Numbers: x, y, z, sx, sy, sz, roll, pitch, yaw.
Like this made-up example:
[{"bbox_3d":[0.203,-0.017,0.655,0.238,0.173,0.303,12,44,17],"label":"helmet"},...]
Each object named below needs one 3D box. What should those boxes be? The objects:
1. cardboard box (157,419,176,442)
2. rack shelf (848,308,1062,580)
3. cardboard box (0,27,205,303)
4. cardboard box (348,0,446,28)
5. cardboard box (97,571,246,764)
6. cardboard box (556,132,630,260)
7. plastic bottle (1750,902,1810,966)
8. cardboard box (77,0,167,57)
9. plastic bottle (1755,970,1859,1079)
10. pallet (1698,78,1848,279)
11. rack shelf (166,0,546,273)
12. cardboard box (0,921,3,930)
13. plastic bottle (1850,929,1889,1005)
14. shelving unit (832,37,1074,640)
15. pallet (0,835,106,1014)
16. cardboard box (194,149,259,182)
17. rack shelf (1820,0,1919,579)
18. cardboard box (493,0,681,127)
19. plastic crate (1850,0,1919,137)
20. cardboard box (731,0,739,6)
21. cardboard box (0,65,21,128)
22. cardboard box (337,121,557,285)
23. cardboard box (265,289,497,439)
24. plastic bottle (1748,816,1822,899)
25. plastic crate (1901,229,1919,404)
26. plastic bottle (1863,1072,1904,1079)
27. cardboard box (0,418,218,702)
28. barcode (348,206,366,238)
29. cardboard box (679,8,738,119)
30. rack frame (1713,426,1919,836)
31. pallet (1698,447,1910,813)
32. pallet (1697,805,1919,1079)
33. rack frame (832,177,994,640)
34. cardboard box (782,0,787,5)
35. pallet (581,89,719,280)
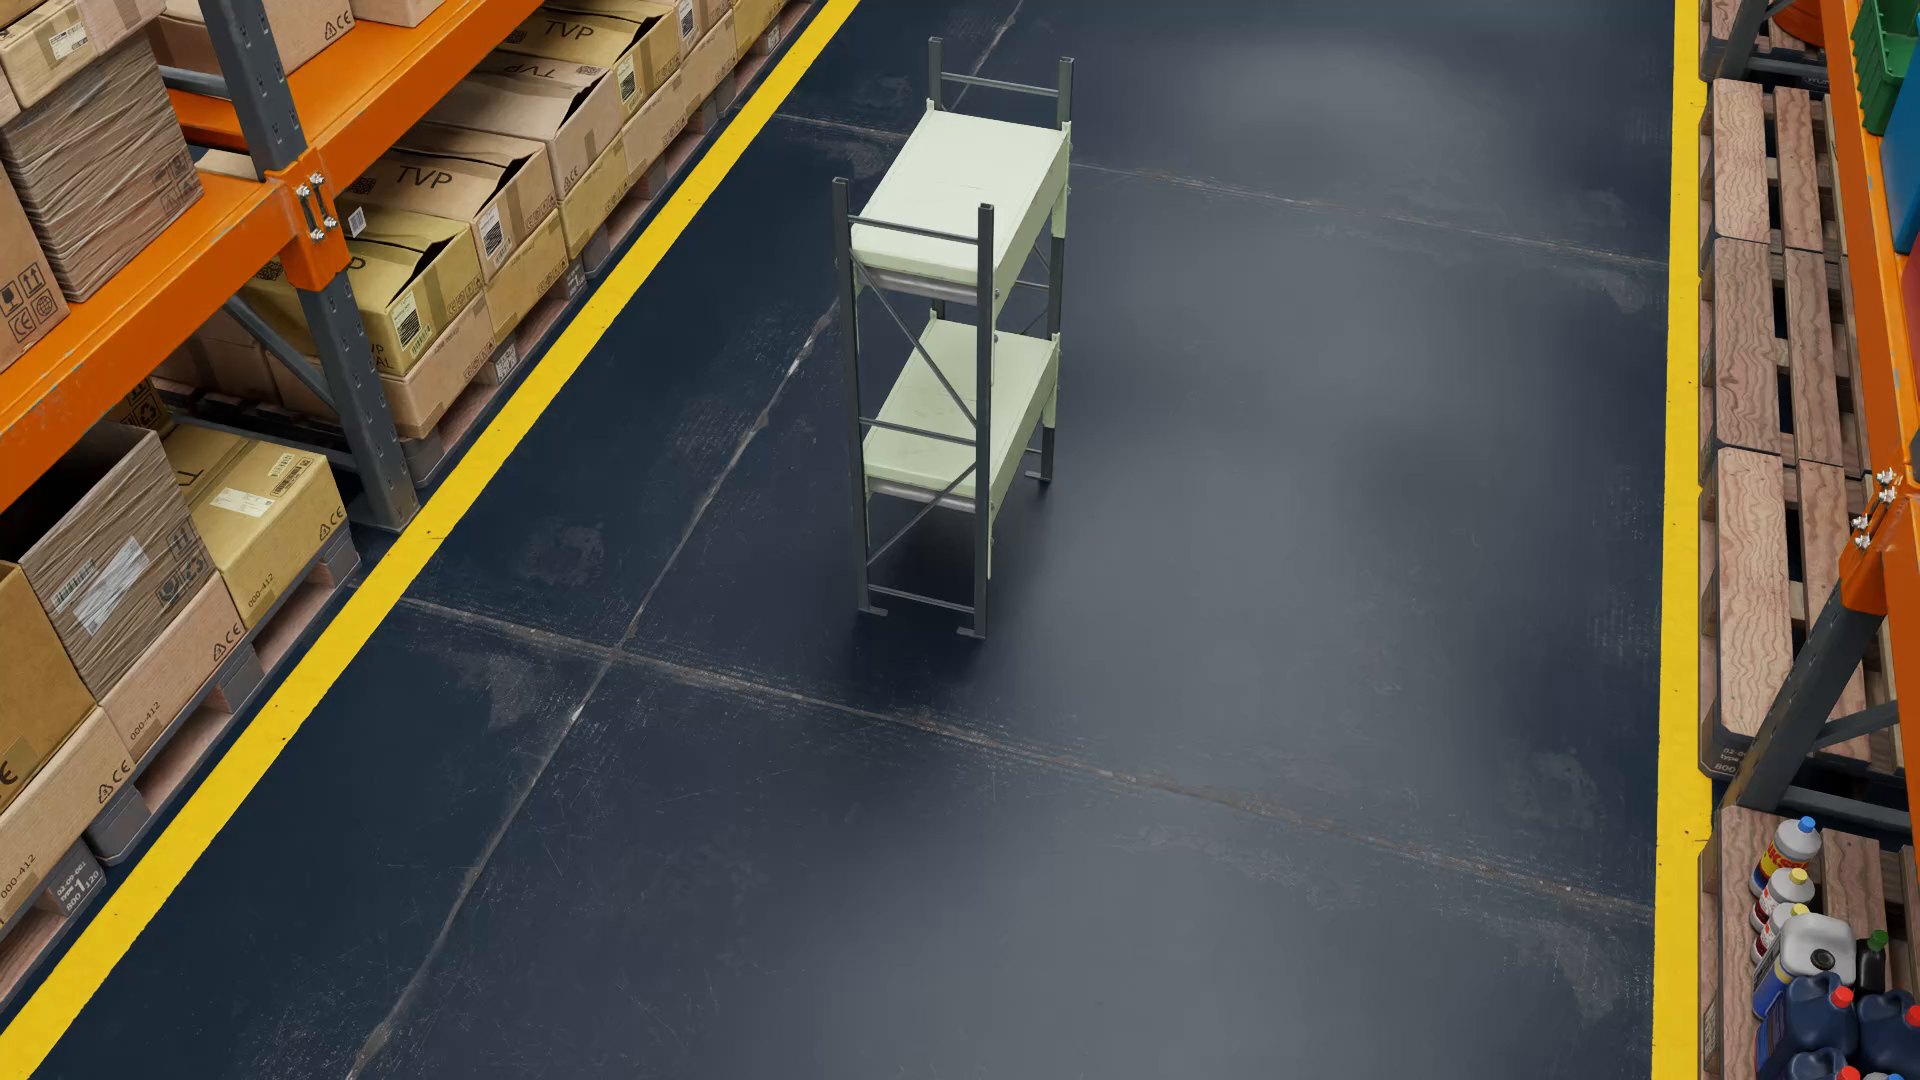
[{"bbox_3d":[-2.656,-0.158,4.933,0.500,0.250,0.500,13,46,13],"label":"cardboard box"},{"bbox_3d":[-0.002,-0.299,4.949,0.431,0.370,0.720,13,46,12],"label":"rack shelf"},{"bbox_3d":[-2.355,-0.974,4.029,0.700,0.500,0.500,11,46,11],"label":"cardboard box"},{"bbox_3d":[-1.764,-1.693,5.015,0.380,0.149,0.250,13,46,13],"label":"cardboard box"},{"bbox_3d":[-2.320,0.284,4.481,0.500,0.250,0.500,13,46,13],"label":"cardboard box"},{"bbox_3d":[-1.558,-1.306,6.105,0.500,0.250,0.500,11,45,11],"label":"cardboard box"},{"bbox_3d":[1.917,0.914,3.857,0.097,0.201,0.097,0,44,0],"label":"plastic bottle"},{"bbox_3d":[-2.105,-1.277,3.875,0.380,0.149,0.250,12,46,12],"label":"cardboard box"},{"bbox_3d":[1.853,1.056,3.606,0.144,0.351,0.185,14,46,14],"label":"plastic bottle"},{"bbox_3d":[3.432,-1.345,6.474,1.003,0.211,1.213,13,46,13],"label":"pallet"},{"bbox_3d":[-1.621,-2.312,5.982,1.077,0.370,4.000,13,46,13],"label":"rack shelf"},{"bbox_3d":[-2.608,0.953,3.797,0.500,0.250,0.500,13,46,13],"label":"cardboard box"},{"bbox_3d":[2.008,0.993,3.718,0.061,0.283,0.133,13,46,13],"label":"plastic bottle"},{"bbox_3d":[-0.002,-0.532,4.721,0.431,1.500,0.755,13,46,12],"label":"shelving unit"},{"bbox_3d":[-2.875,1.098,3.977,1.003,0.211,1.213,13,46,13],"label":"pallet"},{"bbox_3d":[-2.226,-1.282,5.680,0.500,0.311,0.500,14,46,14],"label":"cardboard box"},{"bbox_3d":[3.098,-1.260,4.907,1.077,0.370,4.000,13,46,13],"label":"rack shelf"},{"bbox_3d":[-1.400,-1.851,6.262,0.500,0.311,0.500,14,46,14],"label":"cardboard box"},{"bbox_3d":[2.751,-1.329,4.615,0.450,0.188,0.662,13,46,13],"label":"plastic crate"},{"bbox_3d":[-1.091,-2.521,6.946,0.500,0.311,0.500,12,46,12],"label":"cardboard box"},{"bbox_3d":[-2.259,-0.937,3.528,0.380,0.149,0.250,11,46,11],"label":"cardboard box"},{"bbox_3d":[-1.708,-1.159,5.554,0.500,0.311,0.500,12,46,12],"label":"cardboard box"},{"bbox_3d":[-1.869,-0.619,5.404,0.500,0.250,0.500,12,46,12],"label":"cardboard box"},{"bbox_3d":[1.978,0.753,3.971,0.097,0.271,0.097,0,44,0],"label":"plastic bottle"},{"bbox_3d":[2.348,-0.594,3.667,0.402,0.464,0.583,13,46,13],"label":"plastic crate"},{"bbox_3d":[1.924,1.206,3.509,0.097,0.271,0.097,0,44,0],"label":"plastic bottle"},{"bbox_3d":[-2.322,0.015,4.219,0.500,0.500,0.500,13,46,13],"label":"cardboard box"},{"bbox_3d":[-1.753,-0.924,4.836,0.001,0.075,0.075,13,46,13],"label":"barcode"},{"bbox_3d":[-1.250,-1.988,6.803,0.500,0.250,0.500,14,46,13],"label":"cardboard box"},{"bbox_3d":[2.493,-0.184,3.293,1.000,3.000,0.127,13,46,13],"label":"rack frame"},{"bbox_3d":[2.693,0.281,4.812,1.003,0.211,1.213,13,46,13],"label":"pallet"},{"bbox_3d":[2.250,1.252,3.820,1.003,0.211,1.213,13,46,13],"label":"pallet"},{"bbox_3d":[-0.113,-0.288,4.472,0.400,1.500,0.023,13,46,12],"label":"rack frame"},{"bbox_3d":[-0.943,-2.667,7.496,0.500,0.250,0.500,14,46,13],"label":"cardboard box"},{"bbox_3d":[-1.673,-1.554,6.687,1.003,0.211,1.213,13,46,13],"label":"pallet"}]
